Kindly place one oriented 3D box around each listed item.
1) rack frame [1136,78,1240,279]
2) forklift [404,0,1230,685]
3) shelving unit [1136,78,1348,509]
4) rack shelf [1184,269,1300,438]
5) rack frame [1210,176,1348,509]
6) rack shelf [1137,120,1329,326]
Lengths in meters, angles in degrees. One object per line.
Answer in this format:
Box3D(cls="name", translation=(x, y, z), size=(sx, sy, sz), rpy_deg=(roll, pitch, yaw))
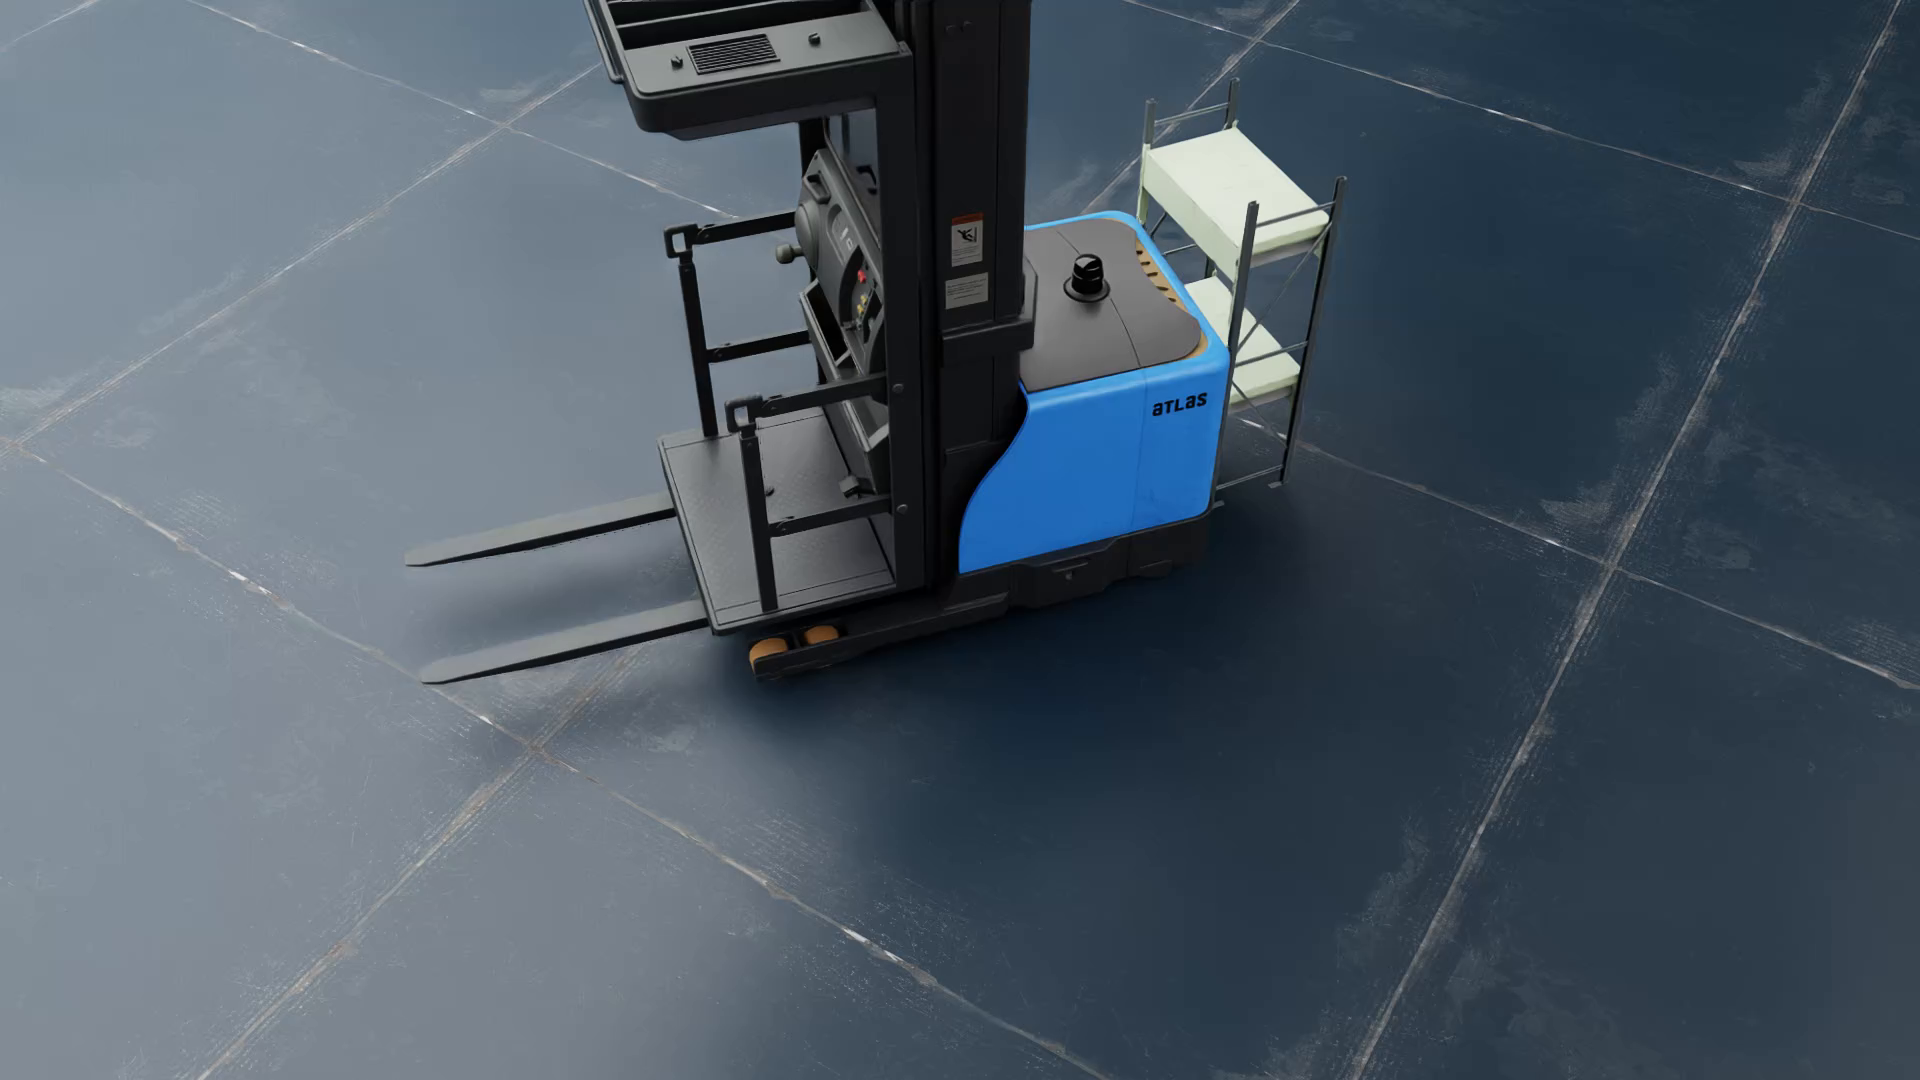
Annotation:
Box3D(cls="rack frame", translation=(0.888, -1.186, 6.857), size=(0.400, 1.500, 0.023), rpy_deg=(-18, 49, -17))
Box3D(cls="forklift", translation=(-0.593, -0.923, 5.604), size=(3.031, 2.935, 1.130), rpy_deg=(-13, 47, -13))
Box3D(cls="shelving unit", translation=(1.040, -0.947, 6.625), size=(0.431, 1.500, 0.755), rpy_deg=(-18, 49, -17))
Box3D(cls="rack shelf", translation=(1.040, -0.720, 6.859), size=(0.431, 0.370, 0.720), rpy_deg=(-18, 49, -17))
Box3D(cls="rack frame", translation=(1.192, -0.708, 6.393), size=(0.400, 1.500, 0.023), rpy_deg=(-18, 49, -17))
Box3D(cls="rack shelf", translation=(1.040, -1.219, 6.345), size=(0.431, 0.370, 0.720), rpy_deg=(-18, 49, -17))
